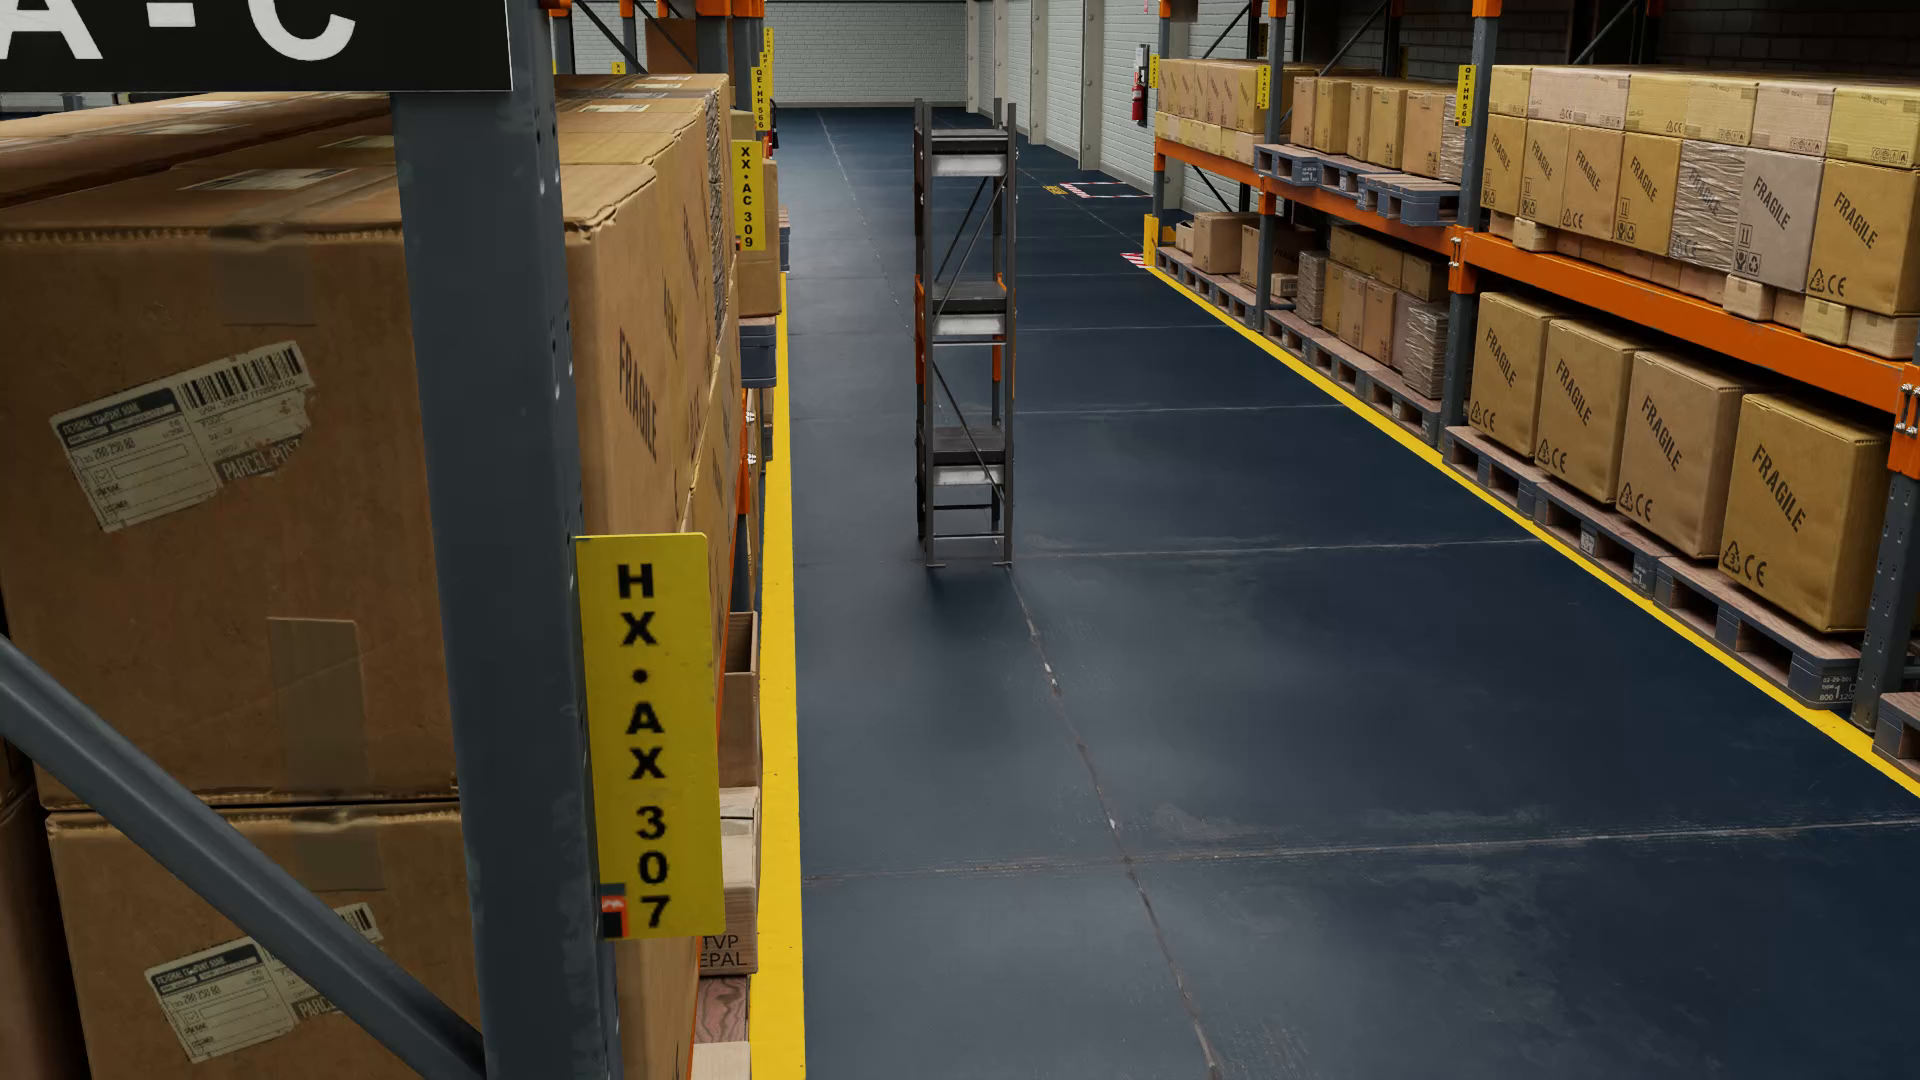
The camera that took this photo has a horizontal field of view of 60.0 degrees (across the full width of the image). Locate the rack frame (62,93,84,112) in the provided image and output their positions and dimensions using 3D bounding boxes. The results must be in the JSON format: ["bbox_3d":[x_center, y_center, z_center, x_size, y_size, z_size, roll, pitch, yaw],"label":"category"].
[{"bbox_3d":[-6.937,-2.842,12.220,1.000,3.000,0.127,-2,18,-6],"label":"rack frame"}]

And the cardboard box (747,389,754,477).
[{"bbox_3d":[-1.095,-0.435,6.741,0.500,0.250,0.500,-2,18,-6],"label":"cardboard box"}]

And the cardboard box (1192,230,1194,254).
[{"bbox_3d":[2.546,-2.888,16.122,0.500,0.311,0.500,0,17,-1],"label":"cardboard box"}]

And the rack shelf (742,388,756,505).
[{"bbox_3d":[-1.391,-0.863,7.118,1.077,0.370,4.000,-2,18,-6],"label":"rack shelf"}]

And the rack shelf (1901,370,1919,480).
[{"bbox_3d":[3.949,0.175,3.813,1.077,0.370,4.000,-2,18,-6],"label":"rack shelf"}]

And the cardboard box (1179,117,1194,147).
[{"bbox_3d":[2.354,-3.816,15.541,0.500,0.250,0.500,-2,18,-7],"label":"cardboard box"}]

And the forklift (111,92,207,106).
[{"bbox_3d":[-2.952,-0.866,6.042,1.130,2.935,3.031,-2,18,-6],"label":"forklift"}]

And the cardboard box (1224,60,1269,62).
[{"bbox_3d":[2.807,-4.351,15.993,0.500,0.500,0.500,-2,17,-5],"label":"cardboard box"}]

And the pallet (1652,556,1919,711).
[{"bbox_3d":[3.588,0.339,6.746,1.003,0.211,1.213,-2,18,-6],"label":"pallet"}]

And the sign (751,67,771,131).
[{"bbox_3d":[-1.058,-2.336,8.809,0.100,0.325,0.005,-2,18,-6],"label":"sign"}]

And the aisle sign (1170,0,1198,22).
[{"bbox_3d":[2.199,-5.592,16.641,0.394,0.787,0.004,-2,18,-6],"label":"aisle sign"}]

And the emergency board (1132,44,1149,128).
[{"bbox_3d":[2.602,-6.683,24.455,0.194,1.169,0.643,-2,18,-6],"label":"emergency board"}]

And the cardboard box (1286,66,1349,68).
[{"bbox_3d":[3.027,-3.744,14.060,0.500,0.500,0.500,-2,18,-6],"label":"cardboard box"}]

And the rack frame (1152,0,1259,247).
[{"bbox_3d":[2.505,-4.339,16.991,1.000,3.000,0.127,-2,18,-6],"label":"rack frame"}]

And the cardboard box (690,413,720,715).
[{"bbox_3d":[-0.663,0.090,2.714,0.500,0.500,0.500,-2,18,-6],"label":"cardboard box"}]

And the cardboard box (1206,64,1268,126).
[{"bbox_3d":[2.463,-3.874,14.473,0.500,0.500,0.500,-2,18,-7],"label":"cardboard box"}]

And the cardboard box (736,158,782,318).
[{"bbox_3d":[-1.011,-1.006,5.506,0.700,0.500,0.500,-8,19,-24],"label":"cardboard box"}]

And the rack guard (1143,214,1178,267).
[{"bbox_3d":[2.513,-3.124,17.294,1.175,0.500,0.348,-2,18,-6],"label":"rack guard"}]

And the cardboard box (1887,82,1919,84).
[{"bbox_3d":[3.894,-1.622,6.386,0.500,0.250,0.500,-2,17,-5],"label":"cardboard box"}]

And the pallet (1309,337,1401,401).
[{"bbox_3d":[3.128,-1.221,11.714,1.003,0.211,1.213,-2,18,-6],"label":"pallet"}]

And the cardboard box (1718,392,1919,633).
[{"bbox_3d":[3.546,-0.129,6.467,0.750,0.750,0.750,-2,17,-5],"label":"cardboard box"}]

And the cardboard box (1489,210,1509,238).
[{"bbox_3d":[3.134,-1.740,9.099,0.380,0.149,0.250,-2,18,-6],"label":"cardboard box"}]

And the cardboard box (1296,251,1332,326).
[{"bbox_3d":[3.010,-1.946,12.807,0.700,0.500,0.500,-1,17,-4],"label":"cardboard box"}]

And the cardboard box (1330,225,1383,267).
[{"bbox_3d":[3.059,-2.173,12.277,0.500,0.250,0.500,-2,18,-7],"label":"cardboard box"}]

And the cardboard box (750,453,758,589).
[{"bbox_3d":[-1.102,-0.087,6.884,0.500,0.500,0.500,-2,17,-5],"label":"cardboard box"}]

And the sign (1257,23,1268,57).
[{"bbox_3d":[3.059,-5.054,16.806,0.100,0.325,0.005,-2,18,-6],"label":"sign"}]

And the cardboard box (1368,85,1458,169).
[{"bbox_3d":[3.121,-2.724,10.944,0.700,0.500,0.500,-2,18,-6],"label":"cardboard box"}]

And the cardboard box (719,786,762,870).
[{"bbox_3d":[-0.745,0.811,4.611,0.380,0.149,0.250,-2,18,-6],"label":"cardboard box"}]

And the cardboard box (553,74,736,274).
[{"bbox_3d":[-0.875,-0.992,4.493,0.500,0.500,0.500,-2,18,-5],"label":"cardboard box"}]

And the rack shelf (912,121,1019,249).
[{"bbox_3d":[0.017,-1.607,7.500,0.431,0.518,0.480,-2,18,-6],"label":"rack shelf"}]

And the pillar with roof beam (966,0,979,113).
[{"bbox_3d":[-3.939,-15.825,43.560,9.100,9.000,0.400,-2,18,-6],"label":"pillar with roof beam"}]

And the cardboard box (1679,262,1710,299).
[{"bbox_3d":[3.339,-1.126,7.141,0.380,0.149,0.250,-2,18,-7],"label":"cardboard box"}]

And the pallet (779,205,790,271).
[{"bbox_3d":[-1.457,-1.510,8.301,1.213,0.211,1.003,-2,18,-6],"label":"pallet"}]

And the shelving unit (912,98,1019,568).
[{"bbox_3d":[0.017,-0.952,7.705,0.431,2.100,0.503,-2,18,-6],"label":"shelving unit"}]

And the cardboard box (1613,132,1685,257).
[{"bbox_3d":[3.282,-1.543,7.388,0.500,0.500,0.500,-1,17,-4],"label":"cardboard box"}]

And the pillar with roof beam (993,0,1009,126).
[{"bbox_3d":[-3.320,-14.037,37.866,9.100,9.000,0.400,-2,18,-6],"label":"pillar with roof beam"}]

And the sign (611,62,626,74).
[{"bbox_3d":[-2.561,-3.427,12.507,0.100,0.325,0.005,-2,18,-6],"label":"sign"}]

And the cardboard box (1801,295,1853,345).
[{"bbox_3d":[3.377,-0.820,6.168,0.380,0.149,0.250,-1,17,-5],"label":"cardboard box"}]

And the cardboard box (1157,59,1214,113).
[{"bbox_3d":[2.255,-4.484,16.416,0.500,0.500,0.500,-2,18,-6],"label":"cardboard box"}]

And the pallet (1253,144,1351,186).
[{"bbox_3d":[2.852,-2.824,12.484,1.003,0.211,1.213,-2,18,-6],"label":"pallet"}]

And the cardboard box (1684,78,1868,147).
[{"bbox_3d":[3.344,-1.757,6.817,0.500,0.250,0.500,-1,17,-5],"label":"cardboard box"}]

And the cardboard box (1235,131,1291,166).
[{"bbox_3d":[2.567,-3.217,13.634,0.500,0.250,0.500,-2,18,-6],"label":"cardboard box"}]

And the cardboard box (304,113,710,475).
[{"bbox_3d":[-0.663,-0.388,2.569,0.500,0.500,0.500,-2,17,-5],"label":"cardboard box"}]

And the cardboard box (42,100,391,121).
[{"bbox_3d":[-1.255,-0.525,3.005,0.500,0.500,0.500,-1,17,-4],"label":"cardboard box"}]

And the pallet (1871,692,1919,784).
[{"bbox_3d":[3.743,0.795,5.292,1.003,0.211,1.213,-2,18,-6],"label":"pallet"}]

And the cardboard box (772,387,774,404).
[{"bbox_3d":[-1.412,-1.005,10.260,0.500,0.250,0.500,-2,18,-7],"label":"cardboard box"}]

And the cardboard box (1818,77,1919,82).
[{"bbox_3d":[3.837,-1.771,6.862,0.500,0.250,0.500,-2,18,-7],"label":"cardboard box"}]

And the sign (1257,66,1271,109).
[{"bbox_3d":[2.378,-3.542,13.005,0.100,0.325,0.005,-2,18,-6],"label":"sign"}]

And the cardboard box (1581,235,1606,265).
[{"bbox_3d":[3.278,-1.435,8.126,0.380,0.149,0.250,-1,17,-4],"label":"cardboard box"}]

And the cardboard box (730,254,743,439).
[{"bbox_3d":[-0.878,-0.517,4.648,0.500,0.500,0.500,-1,17,-5],"label":"cardboard box"}]

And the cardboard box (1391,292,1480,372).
[{"bbox_3d":[3.266,-1.343,10.886,0.700,0.500,0.500,-2,18,-6],"label":"cardboard box"}]

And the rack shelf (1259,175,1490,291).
[{"bbox_3d":[3.124,-2.209,11.405,1.077,0.370,4.000,-2,18,-6],"label":"rack shelf"}]
